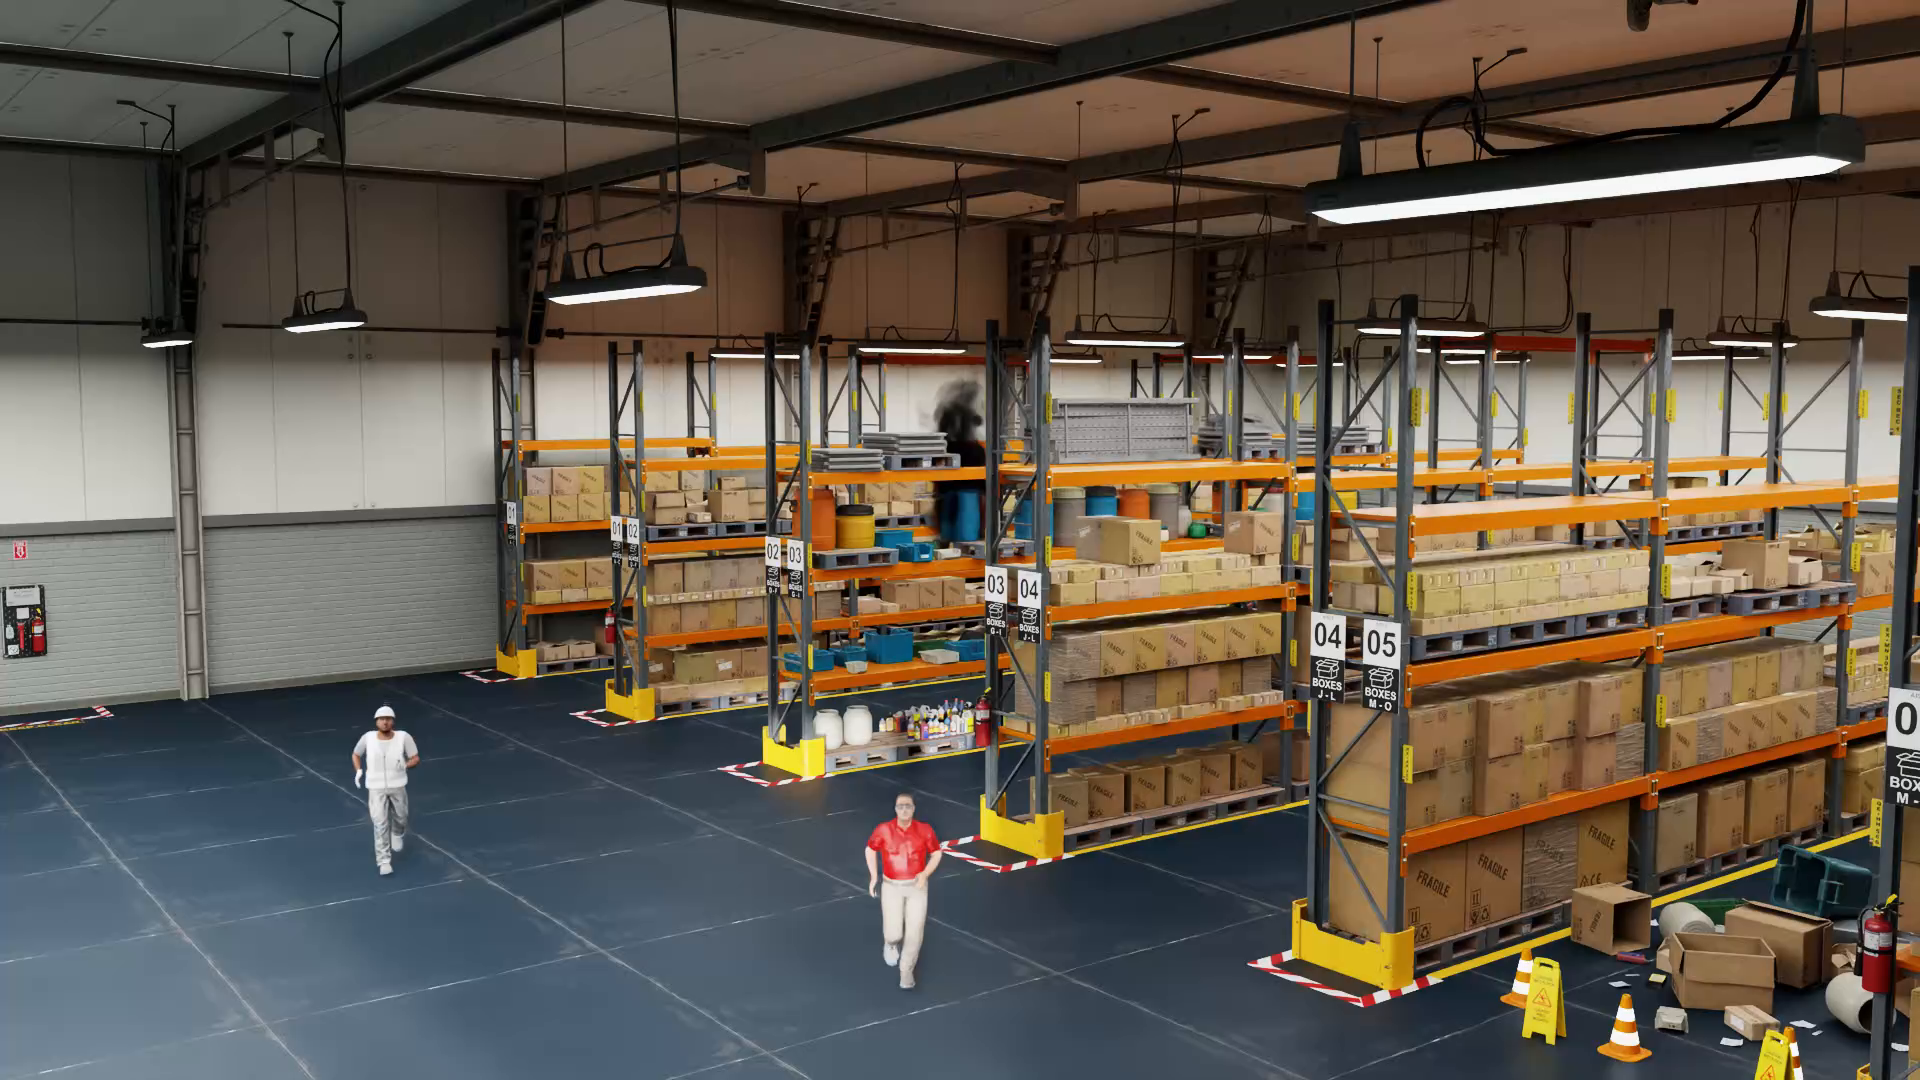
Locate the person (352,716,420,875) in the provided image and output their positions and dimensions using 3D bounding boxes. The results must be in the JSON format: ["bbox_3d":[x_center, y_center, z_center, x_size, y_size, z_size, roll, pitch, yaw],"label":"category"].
[{"bbox_3d":[-6.241,2.769,18.115,0.696,1.599,0.946,-2,5,-20],"label":"person"}]

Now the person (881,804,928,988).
[{"bbox_3d":[-0.484,3.090,14.584,0.411,1.619,0.565,0,5,-4],"label":"person"}]
